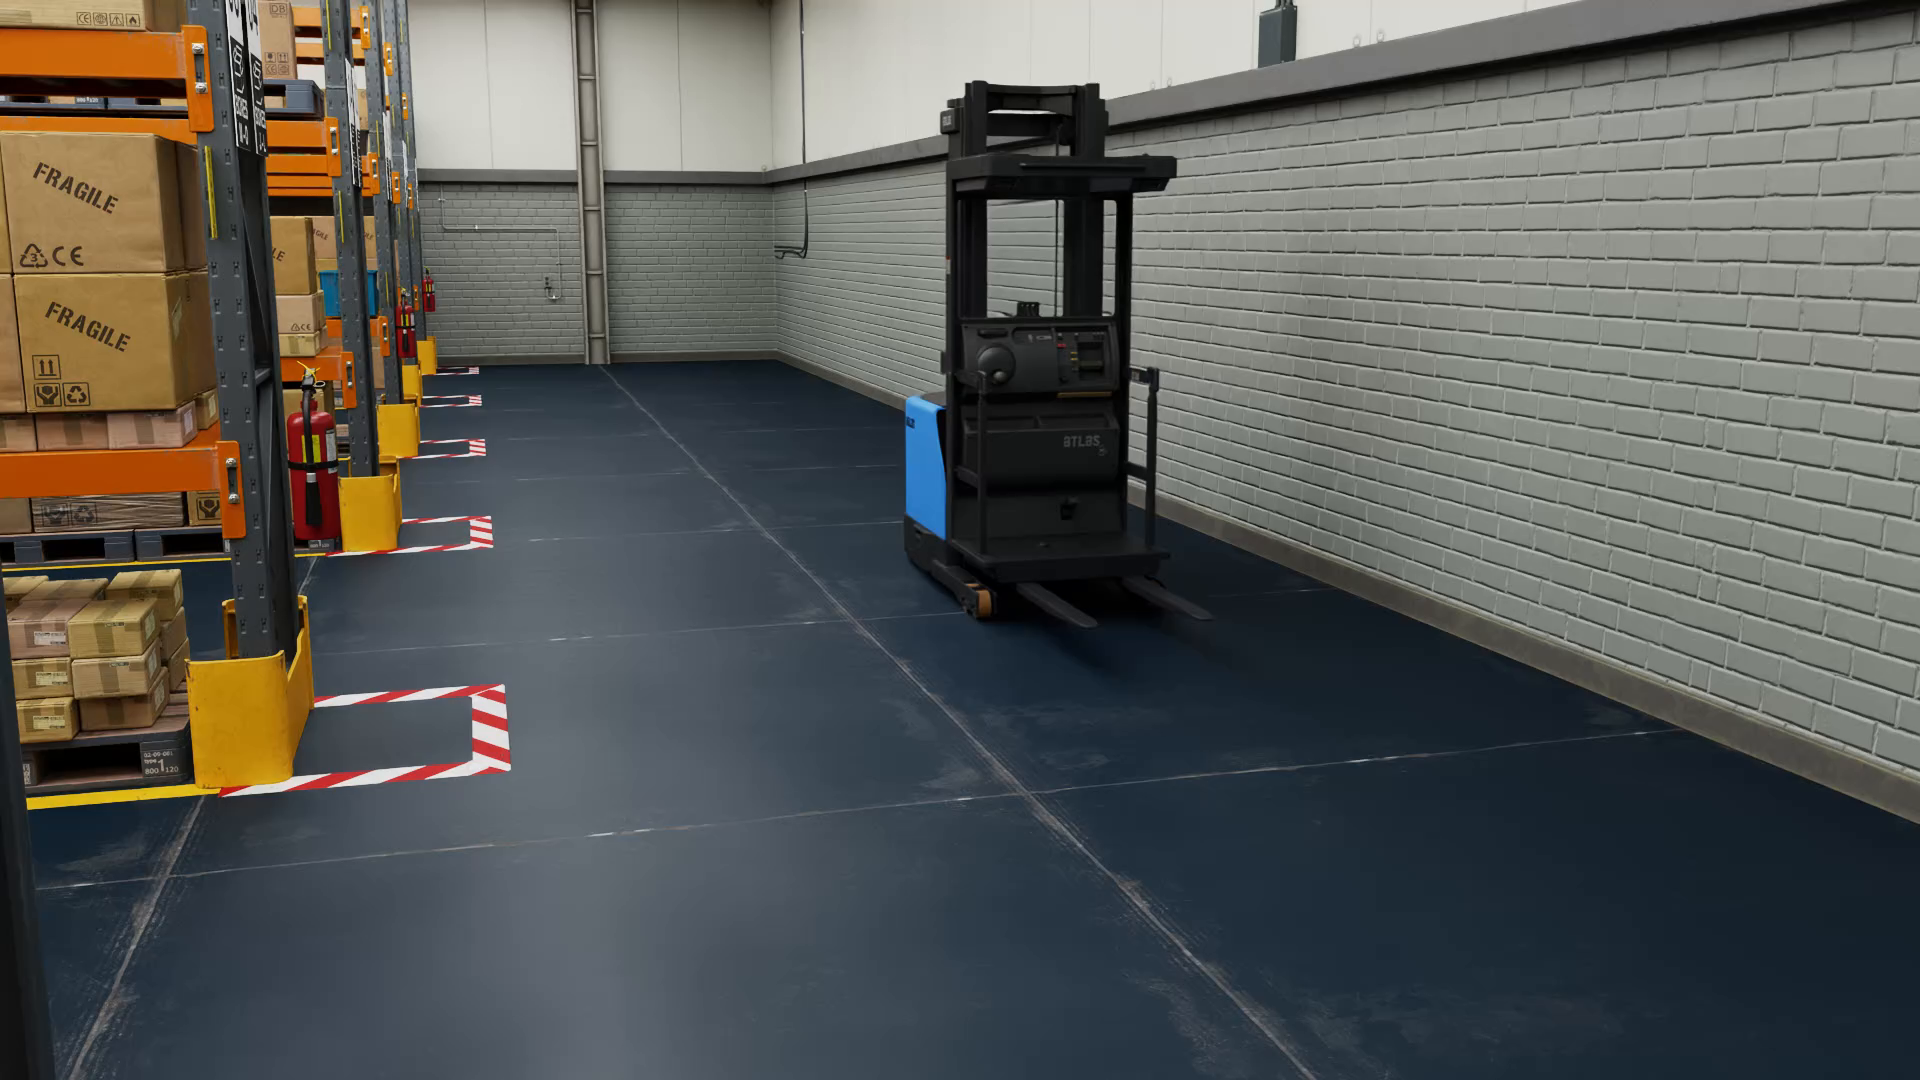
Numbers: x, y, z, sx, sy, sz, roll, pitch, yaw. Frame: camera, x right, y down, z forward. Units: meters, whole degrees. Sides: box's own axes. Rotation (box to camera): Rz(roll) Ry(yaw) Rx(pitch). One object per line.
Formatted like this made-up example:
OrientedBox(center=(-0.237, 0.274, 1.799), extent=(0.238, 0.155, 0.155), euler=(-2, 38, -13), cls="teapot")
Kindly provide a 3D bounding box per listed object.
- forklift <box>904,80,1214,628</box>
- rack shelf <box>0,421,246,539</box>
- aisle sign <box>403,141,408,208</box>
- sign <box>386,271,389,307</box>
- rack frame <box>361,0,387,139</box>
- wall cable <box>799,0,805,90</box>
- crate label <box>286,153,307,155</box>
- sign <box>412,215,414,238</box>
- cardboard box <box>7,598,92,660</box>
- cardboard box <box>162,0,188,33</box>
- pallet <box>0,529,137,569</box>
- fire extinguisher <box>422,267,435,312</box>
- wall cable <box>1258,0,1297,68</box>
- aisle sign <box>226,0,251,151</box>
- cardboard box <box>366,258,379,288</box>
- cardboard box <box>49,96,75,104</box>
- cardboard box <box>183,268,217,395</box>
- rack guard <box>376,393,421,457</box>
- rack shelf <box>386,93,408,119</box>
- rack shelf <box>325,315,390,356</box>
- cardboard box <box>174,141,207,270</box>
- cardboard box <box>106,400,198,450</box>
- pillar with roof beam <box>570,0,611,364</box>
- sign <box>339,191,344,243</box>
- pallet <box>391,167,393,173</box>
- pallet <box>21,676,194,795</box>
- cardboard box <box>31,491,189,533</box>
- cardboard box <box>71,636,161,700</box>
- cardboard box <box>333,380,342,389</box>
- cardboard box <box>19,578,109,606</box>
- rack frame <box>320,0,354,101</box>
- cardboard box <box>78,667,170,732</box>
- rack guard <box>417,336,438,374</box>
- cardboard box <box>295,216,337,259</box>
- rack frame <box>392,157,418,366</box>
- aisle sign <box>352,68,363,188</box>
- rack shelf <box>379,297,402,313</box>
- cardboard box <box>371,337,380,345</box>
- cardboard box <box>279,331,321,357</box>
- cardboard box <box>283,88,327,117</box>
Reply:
OrientedBox(center=(0.524, -1.081, 9.325), extent=(1.130, 2.935, 3.031), euler=(-3, 11, -15), cls="forklift")
OrientedBox(center=(-4.773, -0.178, 6.213), extent=(4.000, 0.370, 1.077), euler=(-3, 11, -16), cls="rack shelf")
OrientedBox(center=(-6.756, -4.451, 20.258), extent=(0.004, 0.787, 0.394), euler=(-3, 11, -16), cls="aisle sign")
OrientedBox(center=(-5.357, -2.346, 15.556), extent=(0.005, 0.325, 0.100), euler=(-3, 11, -16), cls="sign")
OrientedBox(center=(-5.526, -5.311, 15.543), extent=(0.127, 3.000, 1.000), euler=(-3, 11, -16), cls="rack frame")
OrientedBox(center=(-2.009, -7.744, 23.384), extent=(0.112, 2.526, 3.097), euler=(-3, 11, -16), cls="wall cable")
OrientedBox(center=(-6.503, -3.772, 15.879), extent=(0.502, 0.251, 0.408), euler=(-3, 11, -16), cls="crate label")
OrientedBox(center=(-8.157, -4.674, 24.798), extent=(0.005, 0.325, 0.100), euler=(-3, 11, -16), cls="sign")
OrientedBox(center=(-3.547, 0.344, 6.464), extent=(0.250, 0.149, 0.380), euler=(-3, 11, -15), cls="cardboard box")
OrientedBox(center=(-3.355, -2.056, 6.558), extent=(0.500, 0.250, 0.500), euler=(-3, 11, -14), cls="cardboard box")
OrientedBox(center=(-6.057, -0.013, 11.036), extent=(1.213, 0.211, 1.003), euler=(-3, 11, -16), cls="pallet")
OrientedBox(center=(-8.022, -3.789, 25.087), extent=(0.183, 0.674, 0.296), euler=(-3, 11, -16), cls="fire extinguisher")
OrientedBox(center=(2.250, -5.719, 8.874), extent=(0.120, 5.999, 2.277), euler=(-3, 11, -16), cls="wall cable")
OrientedBox(center=(-2.699, -1.863, 6.199), extent=(0.004, 0.787, 0.394), euler=(-3, 11, -16), cls="aisle sign")
OrientedBox(center=(-7.261, -3.201, 20.375), extent=(0.500, 0.500, 0.500), euler=(-3, 11, -14), cls="cardboard box")
OrientedBox(center=(-10.292, -5.067, 19.463), extent=(0.500, 0.500, 0.700), euler=(-3, 11, -16), cls="cardboard box")
OrientedBox(center=(-3.361, -0.853, 6.799), extent=(0.500, 0.500, 0.500), euler=(-2, 11, -13), cls="cardboard box")
OrientedBox(center=(-5.507, -1.135, 16.331), extent=(0.348, 0.500, 1.175), euler=(-3, 11, -16), cls="rack guard")
OrientedBox(center=(-10.216, -6.382, 24.449), extent=(4.000, 0.370, 1.077), euler=(-3, 11, -16), cls="rack shelf")
OrientedBox(center=(-7.447, -1.906, 15.601), extent=(4.000, 0.370, 1.077), euler=(-3, 11, -16), cls="rack shelf")
OrientedBox(center=(-3.358, -1.343, 6.698), extent=(0.500, 0.500, 0.500), euler=(-3, 11, -16), cls="cardboard box")
OrientedBox(center=(-3.087, -0.443, 6.364), extent=(0.250, 0.149, 0.380), euler=(-3, 11, -16), cls="cardboard box")
OrientedBox(center=(-4.742, -6.572, 22.392), extent=(0.400, 9.000, 9.100), euler=(-3, 11, -16), cls="pillar with roof beam")
OrientedBox(center=(-4.004, -2.091, 10.766), extent=(0.005, 0.325, 0.100), euler=(-3, 11, -16), cls="sign")
OrientedBox(center=(-9.005, -5.475, 24.964), extent=(1.213, 0.211, 1.003), euler=(-3, 11, -16), cls="pallet")
OrientedBox(center=(-3.716, 0.778, 6.739), extent=(1.213, 0.211, 1.003), euler=(-3, 11, -16), cls="pallet")
OrientedBox(center=(-5.608, -0.569, 11.062), extent=(0.875, 0.875, 0.875), euler=(-3, 11, -16), cls="cardboard box")
OrientedBox(center=(-3.280, 0.493, 6.476), extent=(0.250, 0.149, 0.380), euler=(-3, 11, -17), cls="cardboard box")
OrientedBox(center=(-7.774, -1.970, 20.573), extent=(0.250, 0.166, 0.380), euler=(-3, 11, -16), cls="cardboard box")
OrientedBox(center=(-3.682, 0.273, 6.851), extent=(0.250, 0.149, 0.380), euler=(-3, 11, -15), cls="cardboard box")
OrientedBox(center=(-4.142, -4.450, 10.866), extent=(0.127, 3.000, 1.000), euler=(-3, 11, -16), cls="rack frame")
OrientedBox(center=(-3.300, 0.626, 6.576), extent=(0.250, 0.149, 0.380), euler=(-3, 11, -15), cls="cardboard box")
OrientedBox(center=(-8.272, -2.855, 25.674), extent=(0.348, 0.500, 1.175), euler=(-3, 11, -16), cls="rack guard")
OrientedBox(center=(-7.743, -3.667, 20.143), extent=(0.500, 0.500, 0.500), euler=(-3, 11, -14), cls="cardboard box")
OrientedBox(center=(-6.907, -3.222, 20.764), extent=(0.127, 3.000, 1.000), euler=(-3, 11, -16), cls="rack frame")
OrientedBox(center=(-4.157, -2.834, 11.477), extent=(0.004, 0.787, 0.394), euler=(-3, 11, -16), cls="aisle sign")
OrientedBox(center=(-8.828, -2.767, 20.280), extent=(4.000, 0.370, 1.077), euler=(-3, 11, -16), cls="rack shelf")
OrientedBox(center=(-8.940, -3.007, 25.342), extent=(0.500, 0.500, 0.700), euler=(-3, 11, -16), cls="cardboard box")
OrientedBox(center=(-4.392, -1.301, 11.023), extent=(0.250, 0.149, 0.380), euler=(-3, 11, -15), cls="cardboard box")
OrientedBox(center=(-7.900, -5.199, 20.179), extent=(0.500, 0.500, 0.700), euler=(-3, 11, -16), cls="cardboard box")
